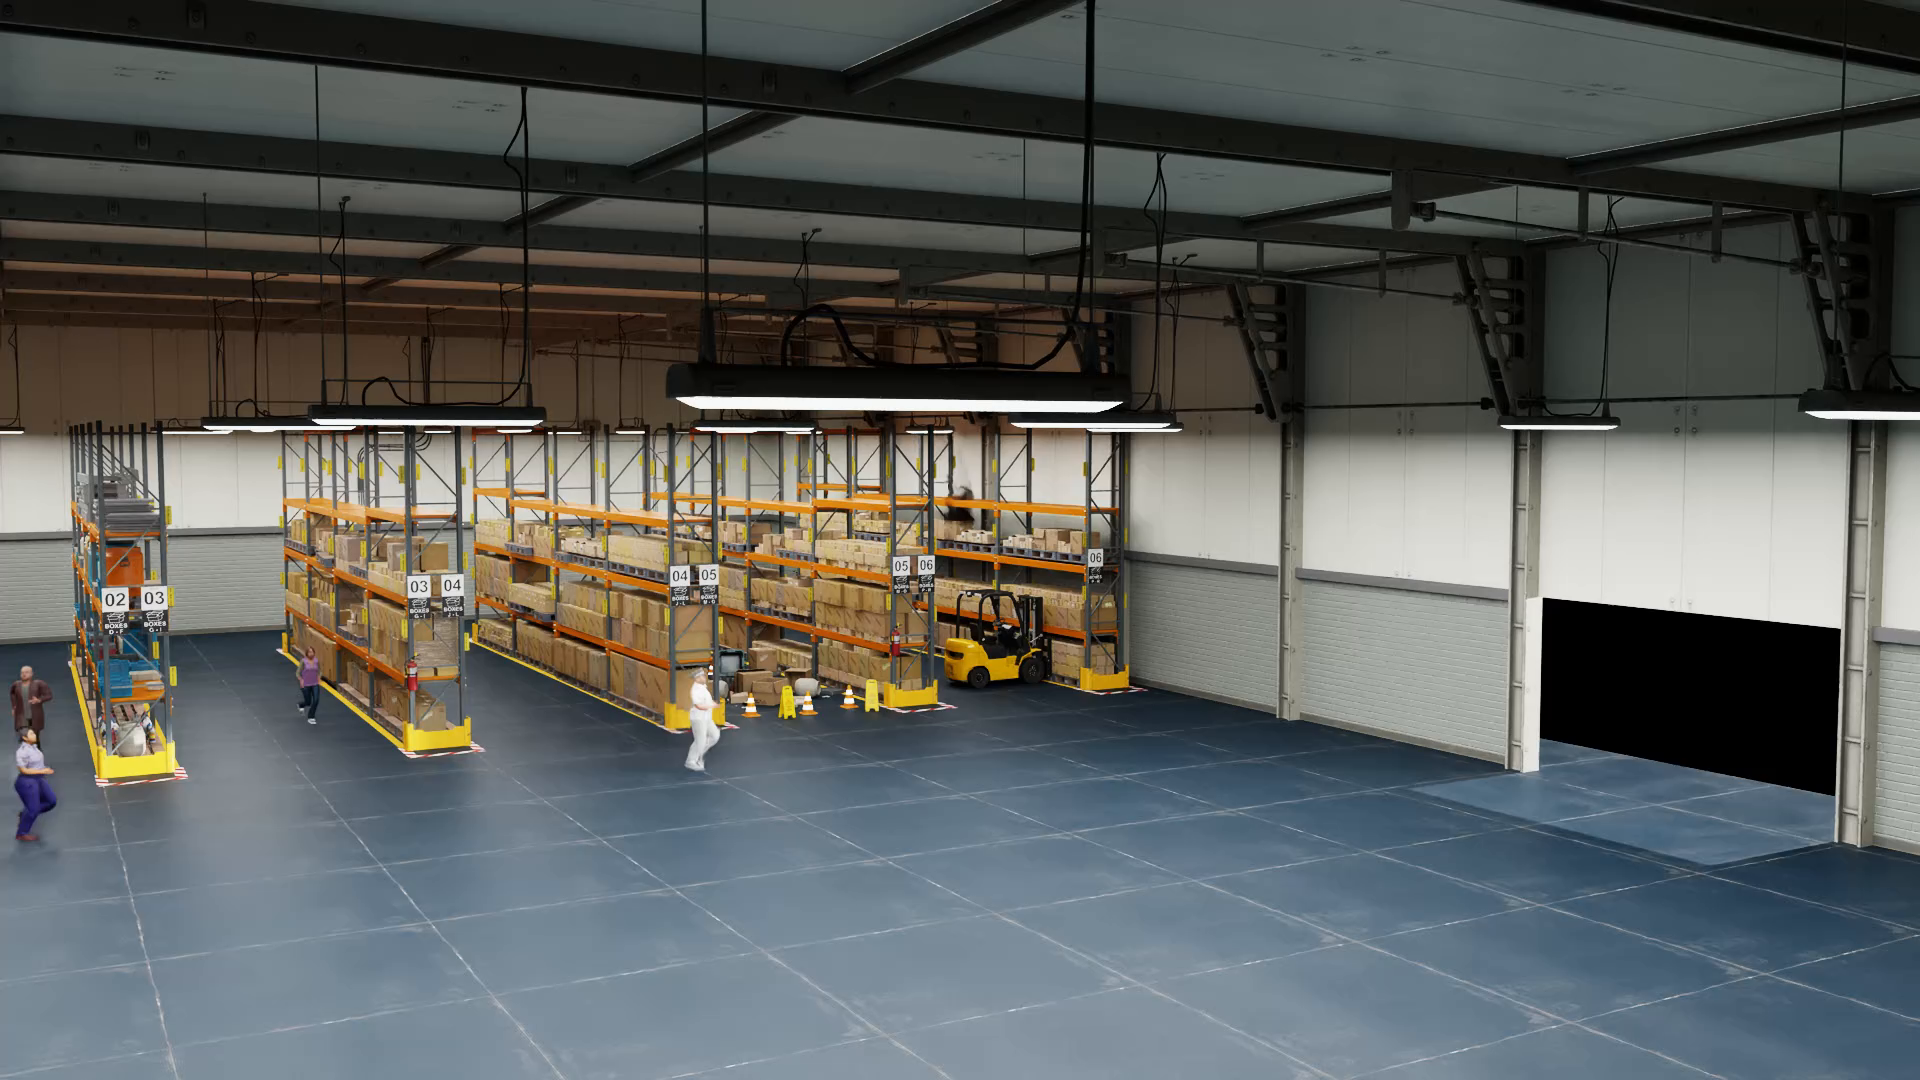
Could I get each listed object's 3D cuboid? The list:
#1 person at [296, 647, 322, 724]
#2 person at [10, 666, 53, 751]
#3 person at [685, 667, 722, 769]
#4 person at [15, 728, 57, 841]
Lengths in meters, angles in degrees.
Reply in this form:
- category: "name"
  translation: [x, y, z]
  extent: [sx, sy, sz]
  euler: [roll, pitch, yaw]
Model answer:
- category: "person"
  translation: [-13.052, 2.896, 33.326]
  extent: [0.522, 1.554, 0.598]
  euler: [-3, 5, -41]
- category: "person"
  translation: [-15.999, 3.060, 28.639]
  extent: [0.686, 1.803, 0.988]
  euler: [-1, 4, -20]
- category: "person"
  translation: [-4.412, 3.070, 28.663]
  extent: [0.651, 1.770, 0.668]
  euler: [0, 4, 5]
- category: "person"
  translation: [-13.170, 3.468, 23.680]
  extent: [0.560, 1.612, 0.613]
  euler: [0, 4, -8]
